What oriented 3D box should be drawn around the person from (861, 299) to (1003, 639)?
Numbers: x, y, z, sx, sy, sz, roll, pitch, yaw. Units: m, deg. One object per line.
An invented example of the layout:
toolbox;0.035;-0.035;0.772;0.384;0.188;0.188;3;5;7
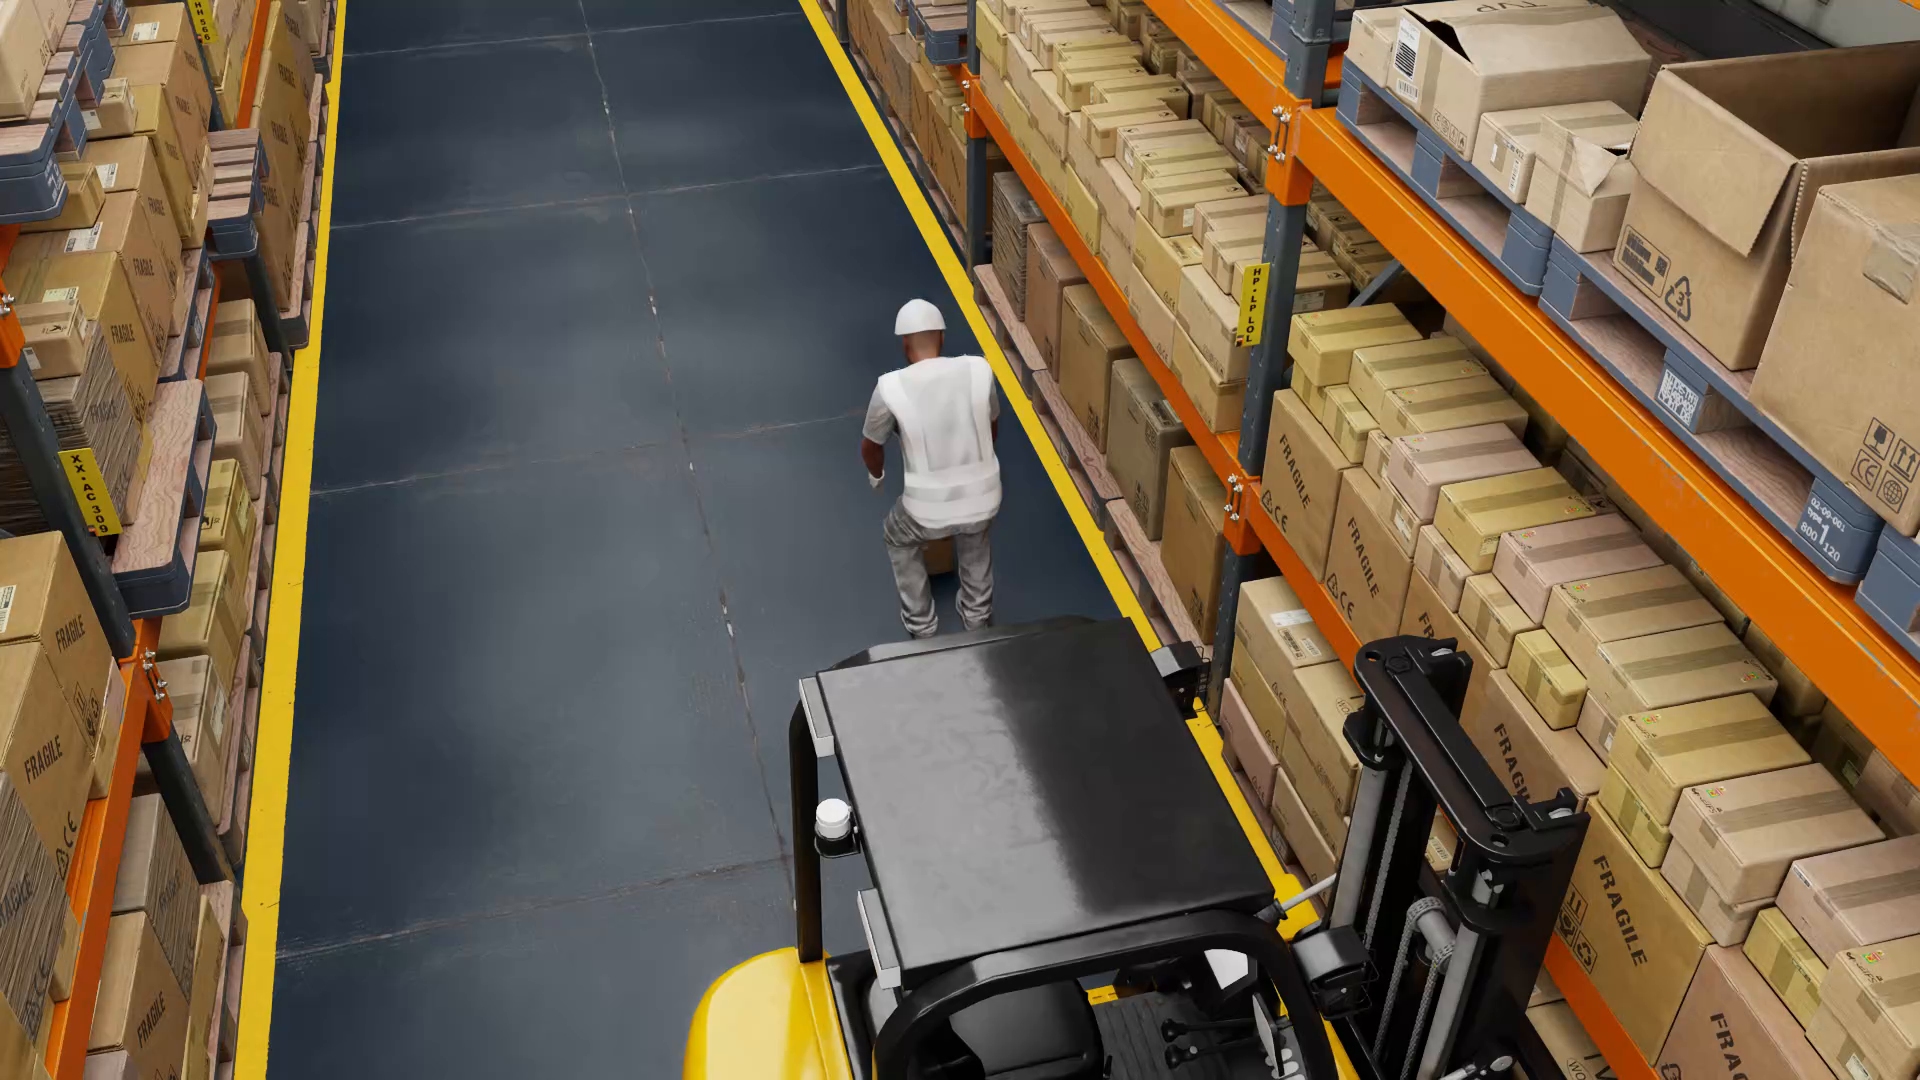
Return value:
person;-0.112;-0.246;7.207;0.606;1.550;0.674;-9;39;-11
